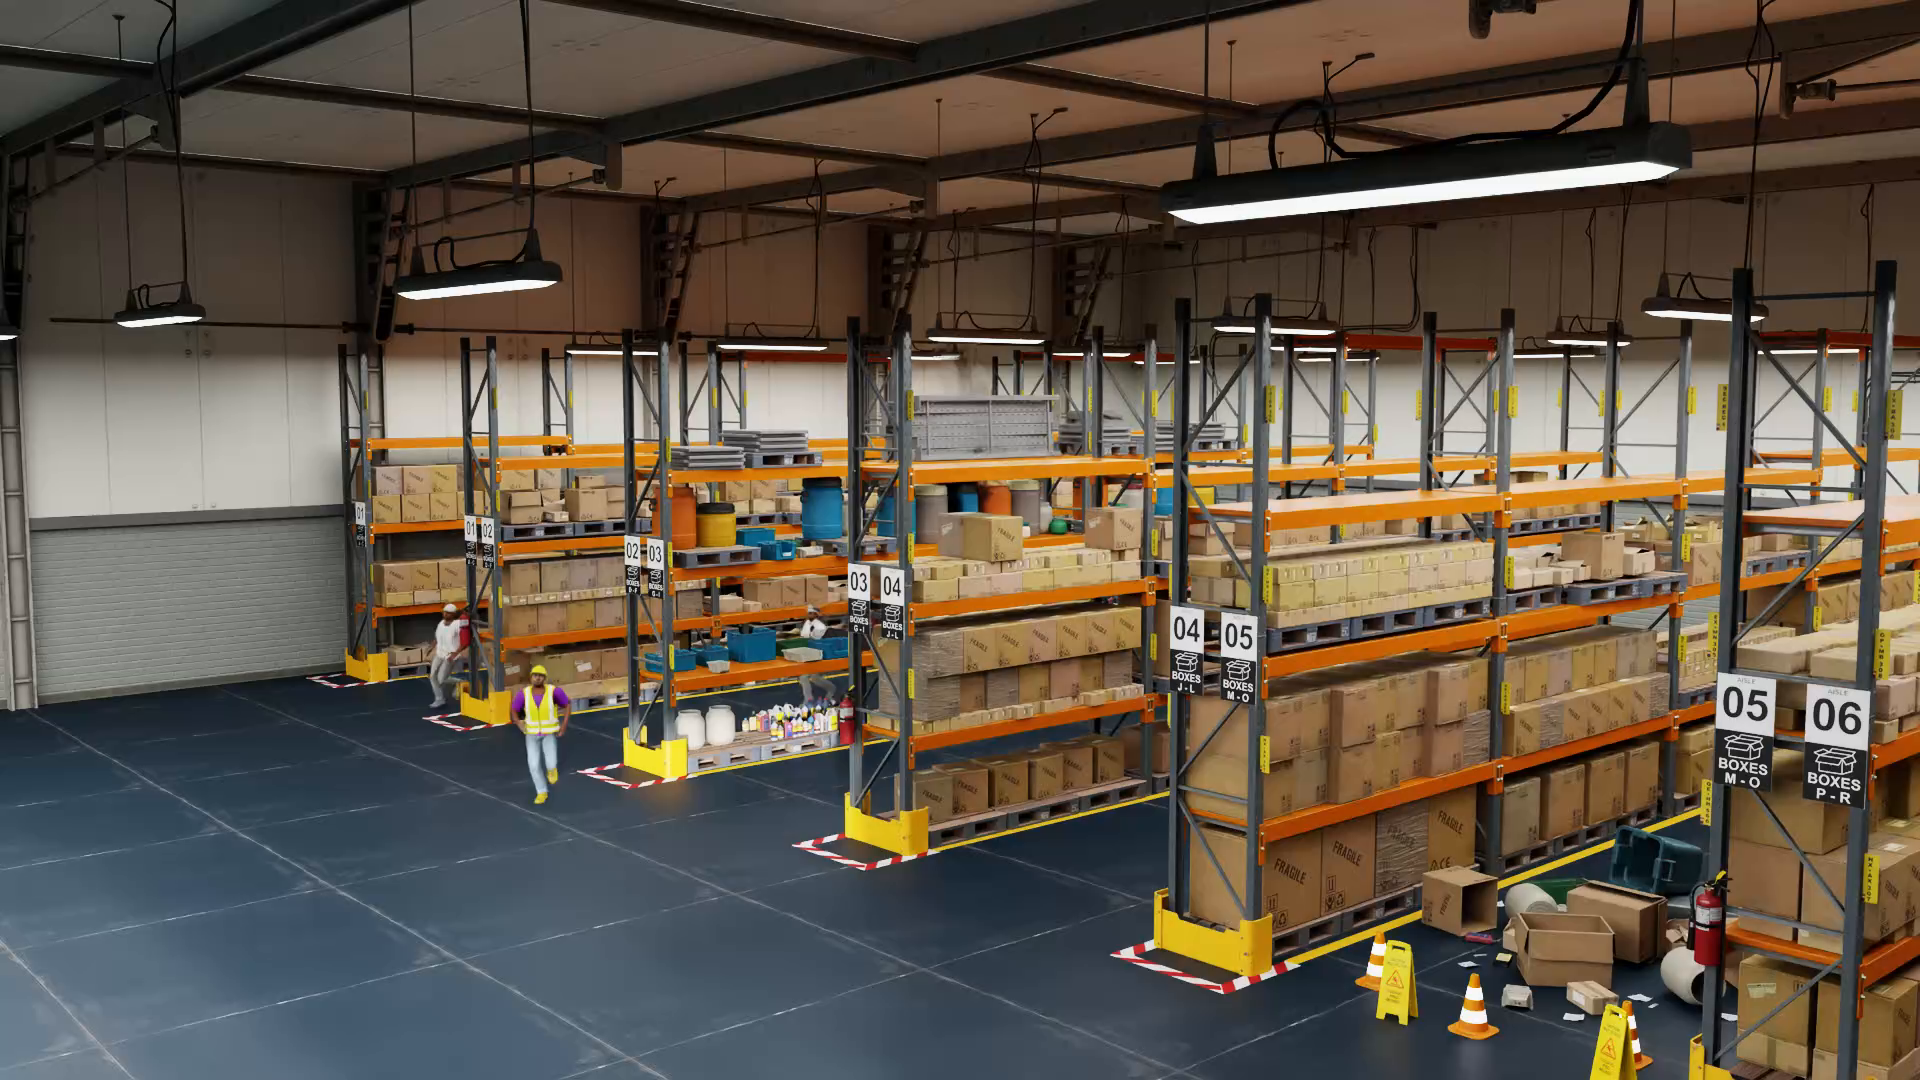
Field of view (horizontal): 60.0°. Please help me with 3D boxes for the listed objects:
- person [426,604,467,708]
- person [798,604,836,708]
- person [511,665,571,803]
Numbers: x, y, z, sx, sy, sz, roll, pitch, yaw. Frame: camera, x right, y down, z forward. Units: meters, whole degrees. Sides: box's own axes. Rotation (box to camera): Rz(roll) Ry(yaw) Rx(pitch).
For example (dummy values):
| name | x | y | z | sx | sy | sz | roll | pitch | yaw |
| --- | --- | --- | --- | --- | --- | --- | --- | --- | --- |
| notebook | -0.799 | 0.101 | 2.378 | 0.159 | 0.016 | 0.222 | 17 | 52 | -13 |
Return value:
| name | x | y | z | sx | sy | sz | roll | pitch | yaw |
| --- | --- | --- | --- | --- | --- | --- | --- | --- | --- |
| person | -8.361 | 1.888 | 27.274 | 0.748 | 1.722 | 0.598 | 3 | 6 | 32 |
| person | -2.386 | 1.887 | 27.297 | 0.585 | 1.690 | 0.727 | 5 | 7 | 42 |
| person | -5.301 | 2.434 | 21.041 | 0.747 | 1.725 | 0.584 | -1 | 5 | -11 |
